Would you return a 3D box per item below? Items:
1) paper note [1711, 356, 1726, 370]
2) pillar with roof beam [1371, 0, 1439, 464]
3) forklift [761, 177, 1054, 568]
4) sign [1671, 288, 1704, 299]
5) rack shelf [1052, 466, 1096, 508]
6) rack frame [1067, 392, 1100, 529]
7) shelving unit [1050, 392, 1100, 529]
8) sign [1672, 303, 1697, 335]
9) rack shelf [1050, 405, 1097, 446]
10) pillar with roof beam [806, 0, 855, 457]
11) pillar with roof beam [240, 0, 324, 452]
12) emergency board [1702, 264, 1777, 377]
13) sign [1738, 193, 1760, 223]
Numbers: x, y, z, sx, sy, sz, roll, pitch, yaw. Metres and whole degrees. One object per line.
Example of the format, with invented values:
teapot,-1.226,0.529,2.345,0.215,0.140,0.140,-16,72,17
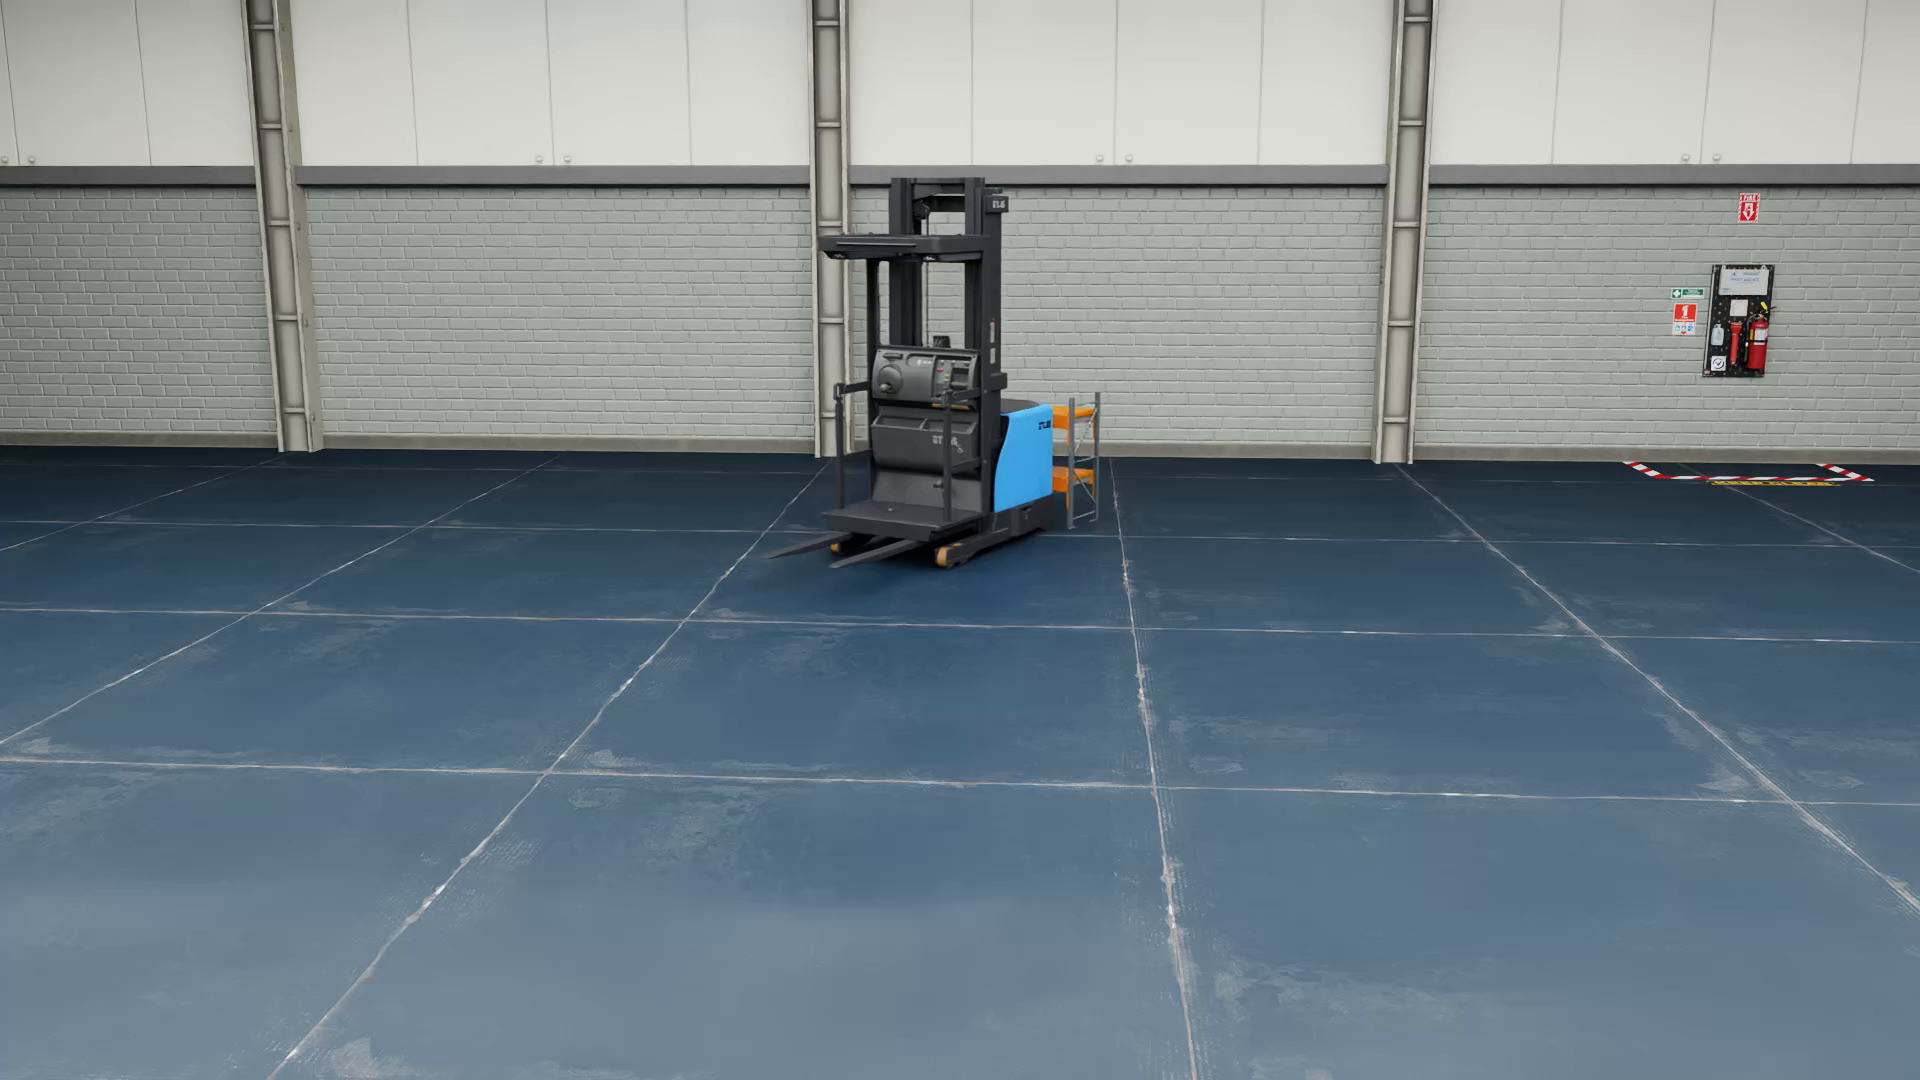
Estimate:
paper note,7.969,-1.856,17.466,0.142,0.148,0.016,1,12,4
pillar with roof beam,4.330,-4.368,12.672,0.400,9.000,9.100,1,12,4
forklift,-0.387,-1.324,12.938,1.130,2.935,3.031,7,14,30
sign,7.600,-2.574,17.367,0.331,0.109,0.001,1,12,4
rack shelf,0.640,-0.505,14.630,1.000,0.278,0.538,8,14,32
rack frame,1.068,-0.688,14.310,0.032,1.125,0.500,8,14,32
shelving unit,0.640,-0.744,14.580,1.048,1.125,0.538,8,14,32
sign,7.596,-2.317,17.431,0.234,0.329,0.001,1,12,4
rack shelf,0.640,-1.031,14.520,1.000,0.278,0.538,8,14,32
pillar with roof beam,-1.656,-4.450,13.065,0.400,9.000,9.100,1,12,4
pillar with roof beam,-7.643,-4.532,13.457,0.400,9.000,9.100,1,12,4
emergency board,8.141,-2.271,17.297,0.643,1.169,0.194,1,12,4
sign,8.140,-3.426,17.158,0.199,0.298,0.001,1,12,4
